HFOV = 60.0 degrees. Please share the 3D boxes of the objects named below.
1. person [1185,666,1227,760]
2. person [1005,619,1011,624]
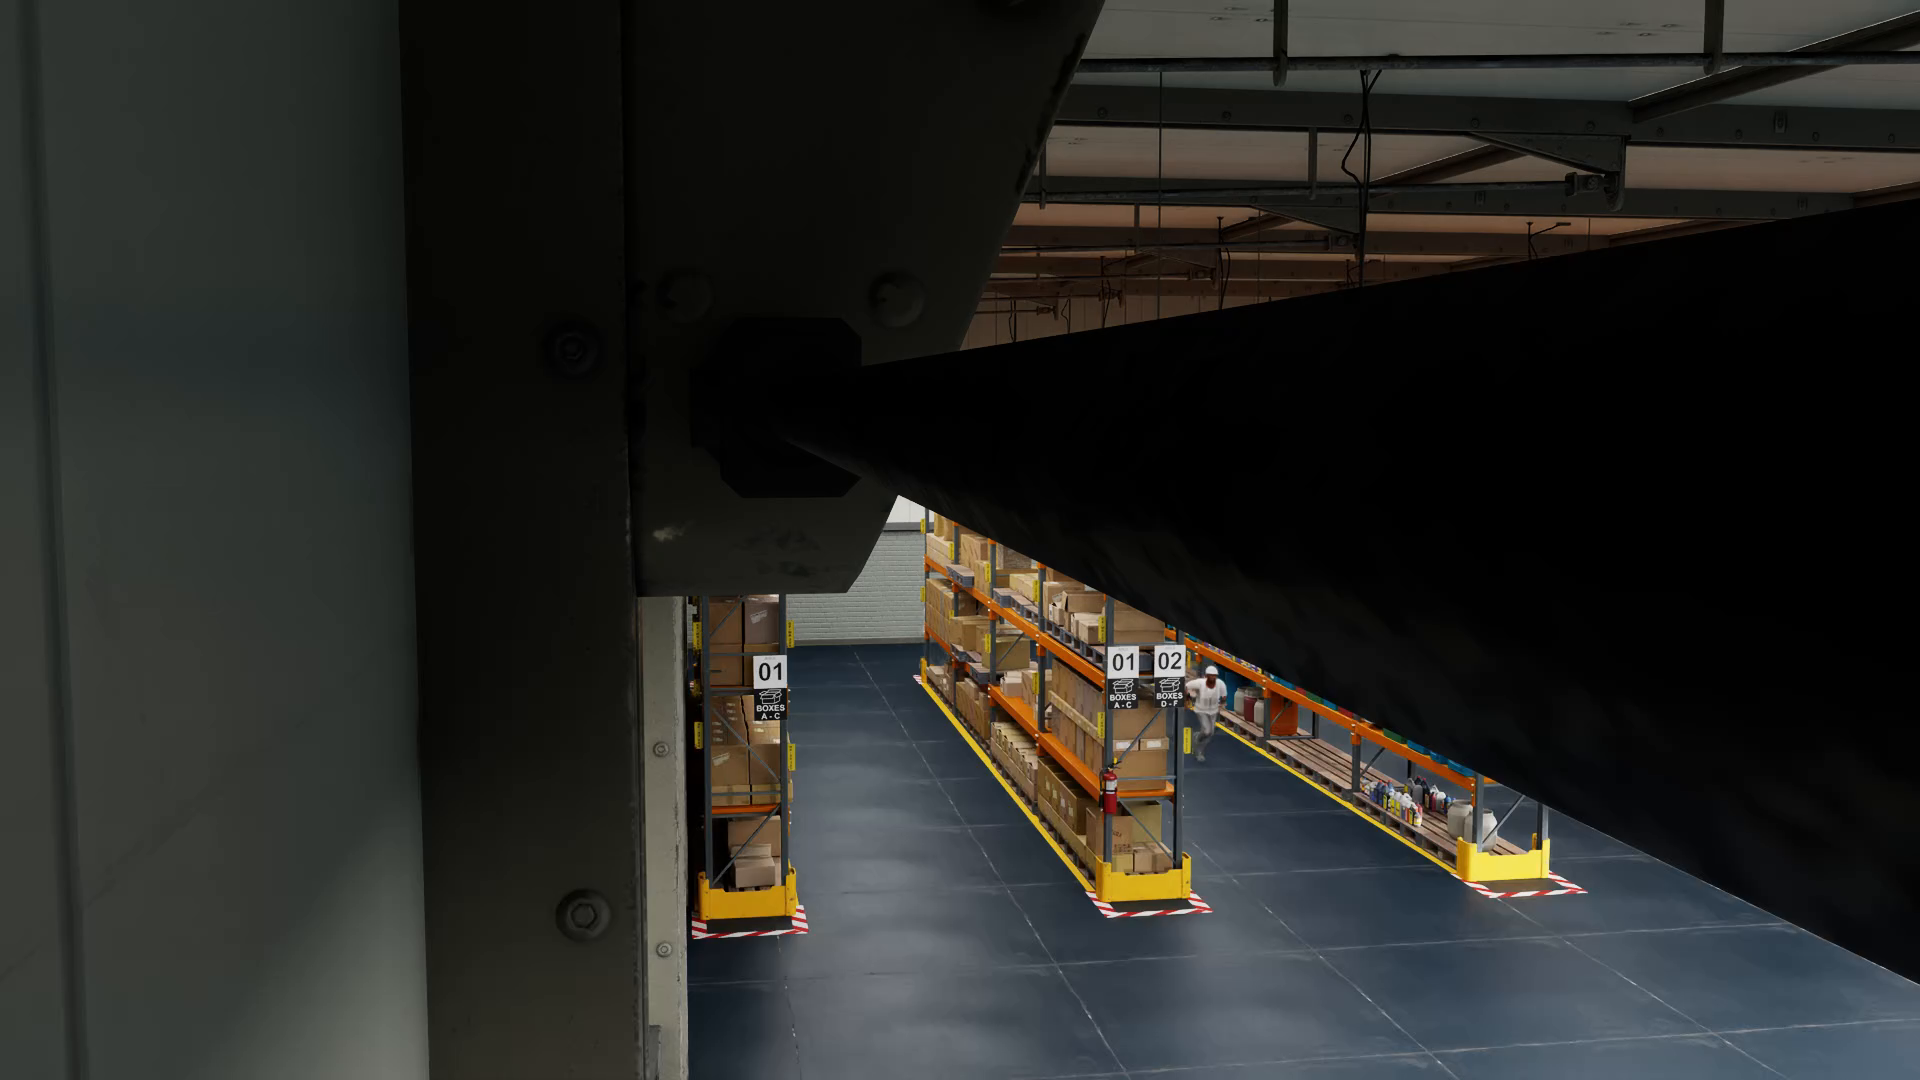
[{"bbox_3d":[4.234,2.980,28.496,0.684,1.679,0.779,-2,5,-18],"label":"person"},{"bbox_3d":[0.900,2.197,37.410,0.712,1.800,0.709,4,7,41],"label":"person"}]
